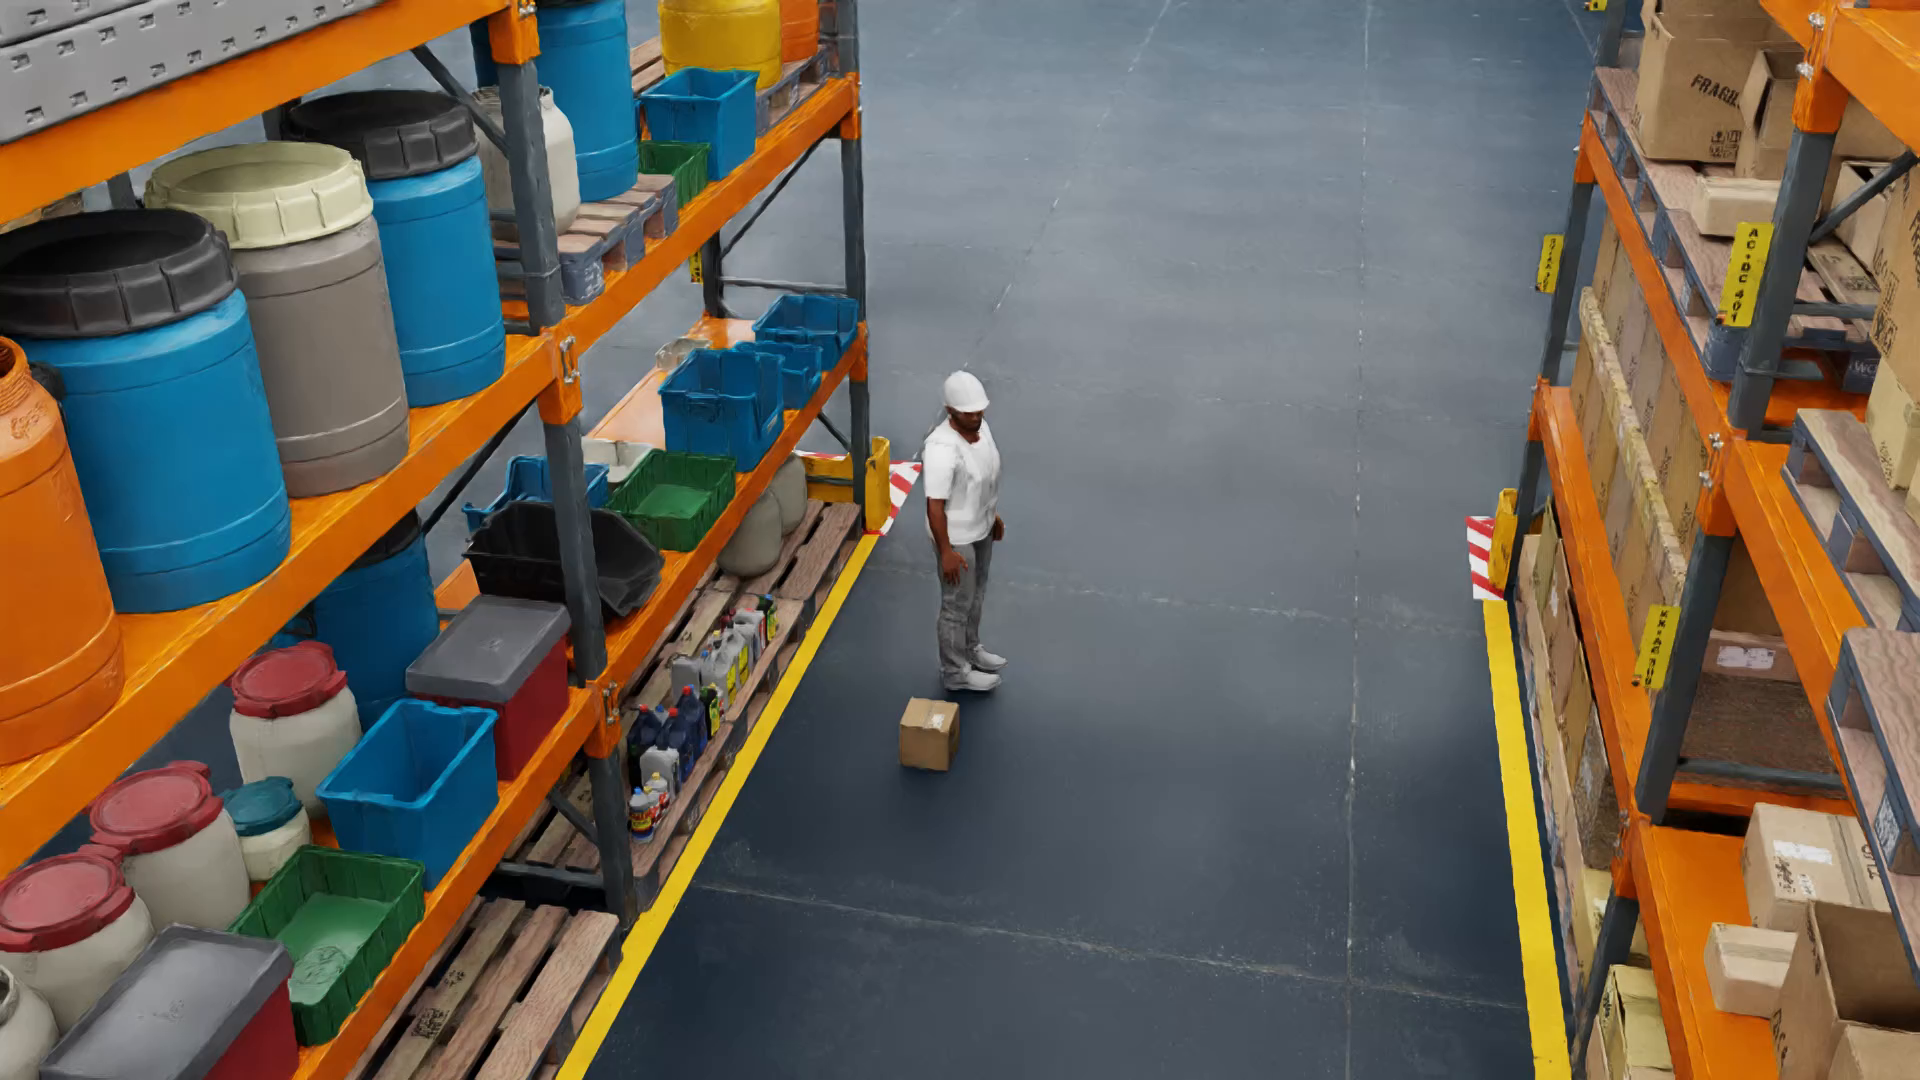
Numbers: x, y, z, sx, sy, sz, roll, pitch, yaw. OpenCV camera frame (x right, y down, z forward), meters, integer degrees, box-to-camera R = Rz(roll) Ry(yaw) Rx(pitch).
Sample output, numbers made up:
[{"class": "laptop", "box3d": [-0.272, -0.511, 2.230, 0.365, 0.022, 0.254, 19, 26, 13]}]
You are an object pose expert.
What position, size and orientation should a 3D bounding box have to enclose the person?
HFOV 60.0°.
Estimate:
[{"class": "person", "box3d": [0.044, -0.030, 8.633, 0.413, 1.802, 0.627, 13, 31, 22]}]
